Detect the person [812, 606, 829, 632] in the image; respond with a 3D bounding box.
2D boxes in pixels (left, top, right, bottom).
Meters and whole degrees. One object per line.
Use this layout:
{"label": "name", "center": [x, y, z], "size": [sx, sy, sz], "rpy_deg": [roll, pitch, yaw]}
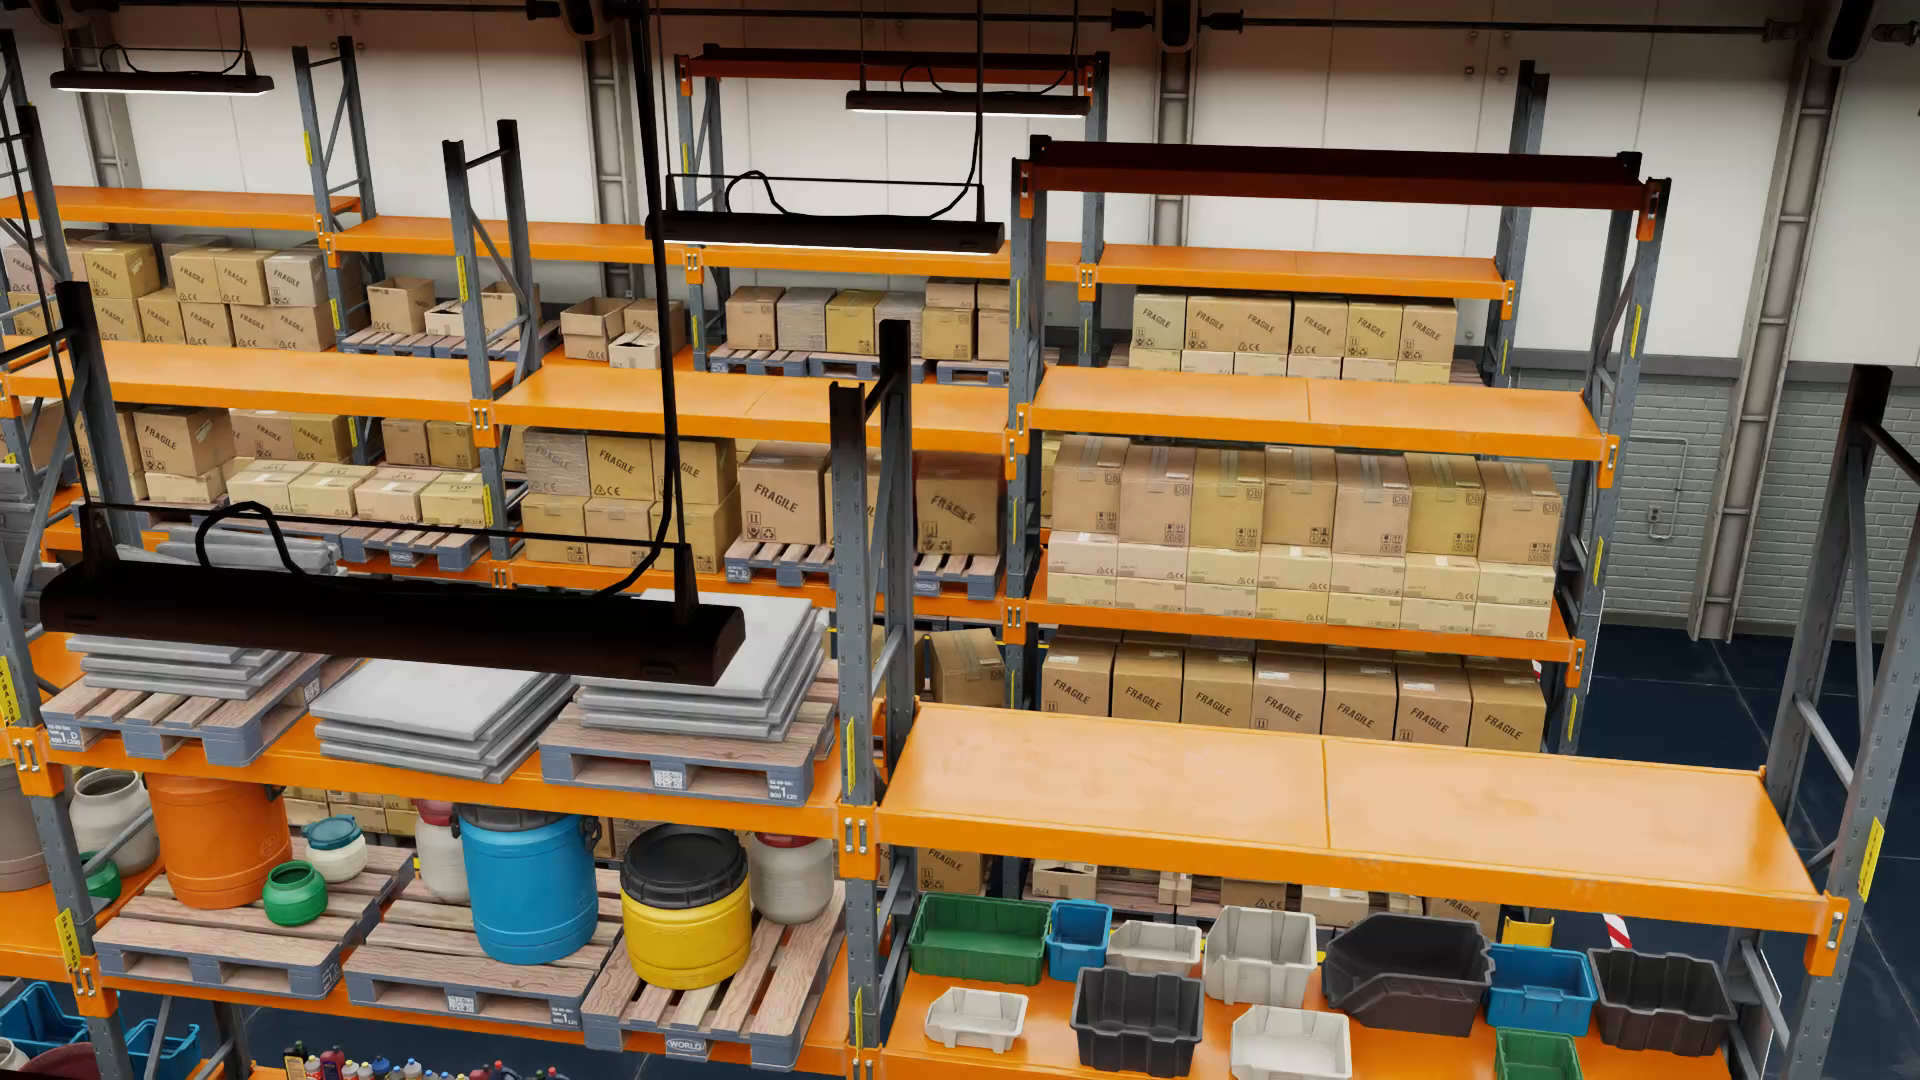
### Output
{"label": "person", "center": [-1.524, 1.096, 15.085], "size": [0.738, 1.603, 0.577], "rpy_deg": [-1, 23, -3]}
